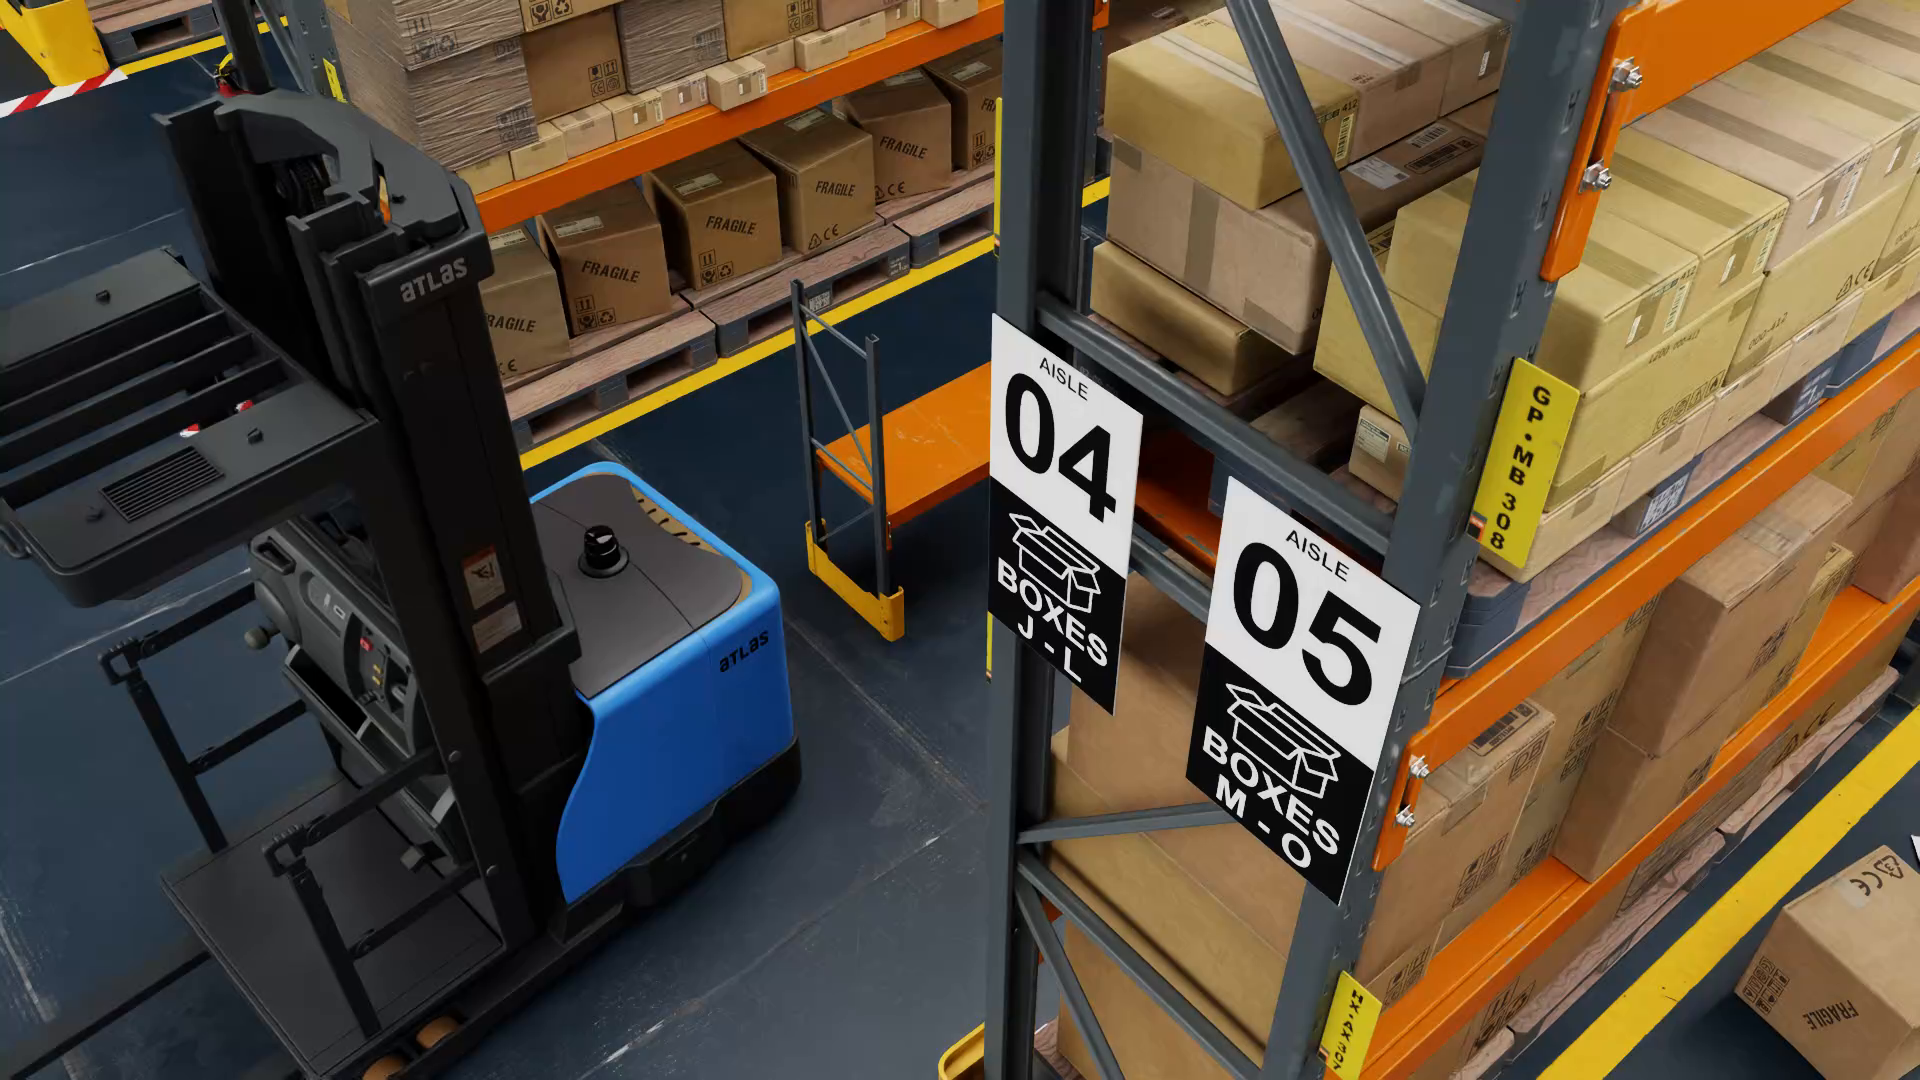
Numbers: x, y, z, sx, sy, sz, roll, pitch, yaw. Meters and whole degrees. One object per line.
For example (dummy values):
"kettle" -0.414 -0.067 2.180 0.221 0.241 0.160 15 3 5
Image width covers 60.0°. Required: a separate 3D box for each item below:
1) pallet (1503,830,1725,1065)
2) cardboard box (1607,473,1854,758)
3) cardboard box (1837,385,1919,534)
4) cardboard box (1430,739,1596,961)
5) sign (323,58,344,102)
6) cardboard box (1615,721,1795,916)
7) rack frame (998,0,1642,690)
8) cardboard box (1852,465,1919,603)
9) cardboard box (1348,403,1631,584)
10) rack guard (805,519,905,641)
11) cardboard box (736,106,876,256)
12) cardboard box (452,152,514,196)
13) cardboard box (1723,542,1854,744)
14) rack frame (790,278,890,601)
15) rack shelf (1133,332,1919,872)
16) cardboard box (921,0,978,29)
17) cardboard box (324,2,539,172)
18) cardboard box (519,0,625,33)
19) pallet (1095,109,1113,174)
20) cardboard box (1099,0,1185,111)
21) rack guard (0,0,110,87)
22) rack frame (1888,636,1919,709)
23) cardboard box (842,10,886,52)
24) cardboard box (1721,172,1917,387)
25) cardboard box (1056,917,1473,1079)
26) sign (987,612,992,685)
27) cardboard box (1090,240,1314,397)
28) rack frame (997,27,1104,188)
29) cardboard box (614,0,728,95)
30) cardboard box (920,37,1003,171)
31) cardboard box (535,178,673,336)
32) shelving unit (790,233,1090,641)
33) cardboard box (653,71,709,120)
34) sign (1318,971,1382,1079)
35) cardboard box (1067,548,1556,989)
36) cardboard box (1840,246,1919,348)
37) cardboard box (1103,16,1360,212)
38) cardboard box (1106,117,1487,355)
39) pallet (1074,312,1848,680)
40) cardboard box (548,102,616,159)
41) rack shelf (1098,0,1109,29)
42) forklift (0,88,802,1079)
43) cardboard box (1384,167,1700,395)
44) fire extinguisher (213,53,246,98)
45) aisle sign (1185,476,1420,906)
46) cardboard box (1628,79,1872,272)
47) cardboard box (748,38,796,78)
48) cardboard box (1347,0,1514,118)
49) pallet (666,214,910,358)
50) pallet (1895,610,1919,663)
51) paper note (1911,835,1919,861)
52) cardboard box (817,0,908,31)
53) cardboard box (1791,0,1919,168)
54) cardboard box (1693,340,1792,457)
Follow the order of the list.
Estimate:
"pallet" 1.933 1.135 5.941 1.213 0.211 1.003 -30 51 -28
"cardboard box" 1.624 -0.011 4.226 0.550 0.550 0.875 -30 51 -28
"cardboard box" 2.348 -0.549 4.799 0.550 0.550 0.875 -30 51 -28
"cardboard box" 1.098 0.550 4.418 0.550 0.550 0.875 -30 51 -28
"sign" -2.322 -1.635 6.222 0.005 0.325 0.100 -30 51 -28
"cardboard box" 2.287 0.546 5.776 0.875 0.875 0.875 -29 51 -28
"rack frame" 0.435 -1.143 1.947 0.127 3.000 1.000 -30 51 -28
"cardboard box" 2.820 -0.346 5.371 0.550 0.550 0.875 -30 51 -28
"cardboard box" 0.904 -0.129 2.863 0.250 0.149 0.380 -29 51 -28
"rack guard" -0.440 0.161 6.950 0.087 0.250 0.587 -30 51 -28
"cardboard box" -0.795 -1.879 8.633 0.500 0.500 0.500 34 53 31
"cardboard box" -2.094 -1.613 7.013 0.250 0.149 0.380 -30 51 -28
"cardboard box" 1.988 0.115 4.880 0.500 0.550 0.875 -30 51 -28
"rack frame" -0.455 -0.286 6.513 0.032 1.500 0.500 -30 51 -28
"rack shelf" 1.969 -0.665 4.155 4.000 0.370 1.077 -30 51 -28
"cardboard box" -0.126 -2.670 8.139 0.250 0.149 0.380 -30 51 -28
"cardboard box" -2.230 -1.977 6.927 0.500 0.500 0.875 -30 51 -28
"cardboard box" -1.685 -2.429 6.678 0.500 0.500 0.500 -30 51 -28
"pallet" 0.994 -2.688 10.012 1.213 0.211 1.003 -30 51 -28
"cardboard box" 0.883 -2.869 9.672 0.500 0.500 0.700 -34 53 -31
"rack guard" -5.820 -3.353 10.508 0.348 0.500 1.175 -30 51 -28
"rack frame" 3.503 -0.713 5.871 0.127 3.000 1.000 -30 51 -28
"cardboard box" -0.569 -2.498 7.956 0.250 0.149 0.380 -30 51 -28
"cardboard box" 1.358 -0.593 3.066 0.500 0.250 0.500 -30 51 -28
"cardboard box" 0.913 1.333 4.938 0.875 0.875 0.875 -29 51 -28
"sign" 0.097 0.245 3.833 0.005 0.325 0.100 -30 51 -28
"cardboard box" 0.472 -0.471 3.227 0.250 0.149 0.380 -30 51 -28
"rack frame" 0.398 -3.362 8.692 0.127 3.000 1.000 -30 51 -28
"cardboard box" -1.513 -2.456 7.438 0.500 0.500 0.875 -30 51 -28
"cardboard box" 0.066 -2.449 9.239 0.500 0.500 0.500 -31 52 -29
"cardboard box" -1.744 -1.393 8.115 0.500 0.500 0.500 -17 46 -18
"shelving unit" -0.058 -0.513 6.755 1.083 1.500 0.587 -30 51 -28
"cardboard box" -1.344 -2.066 7.496 0.250 0.149 0.380 -30 51 -28
"sign" 0.786 0.994 3.364 0.005 0.325 0.100 -30 51 -28
"cardboard box" 0.744 0.453 3.732 0.550 0.550 0.875 -30 51 -28
"cardboard box" 1.678 -0.573 3.335 0.250 0.149 0.380 -30 51 -28
"cardboard box" 0.475 -0.764 2.956 0.250 0.149 0.380 -29 51 -28
"cardboard box" 0.631 -0.654 3.131 0.500 0.250 0.500 -29 50 -27
"pallet" 0.997 -0.348 3.357 1.213 0.211 1.003 -30 51 -28
"cardboard box" -1.714 -1.836 7.250 0.250 0.149 0.380 -30 51 -28
"rack shelf" 1.932 -3.978 9.874 4.000 0.370 1.077 -30 51 -28
"forklift" -1.989 0.350 4.790 1.130 2.935 3.031 34 53 31
"cardboard box" 0.895 -0.417 2.587 0.250 0.149 0.380 -29 50 -27
"fire extinguisher" -3.053 -1.768 7.052 0.183 0.674 0.296 -30 51 -28
"aisle sign" 0.573 0.285 2.910 0.004 0.787 0.394 -30 51 -28
"cardboard box" 1.284 -0.639 2.824 0.250 0.149 0.380 -30 51 -28
"cardboard box" -0.979 -2.301 7.746 0.250 0.149 0.380 -30 51 -28
"cardboard box" 0.865 -0.985 3.192 0.250 0.149 0.380 -29 50 -27
"pallet" -1.031 -1.493 8.739 1.213 0.211 1.003 -30 51 -28
"pallet" 4.047 -0.075 7.229 1.213 0.211 1.003 -30 51 -28
"paper note" 3.568 1.140 6.067 0.147 0.020 0.142 7 44 7
"cardboard box" -0.712 -2.868 7.876 0.500 0.500 0.875 -30 51 -28
"cardboard box" 1.675 -0.863 3.062 0.250 0.149 0.380 -31 51 -29
"cardboard box" 1.291 -0.351 3.099 0.250 0.149 0.380 -30 51 -28
